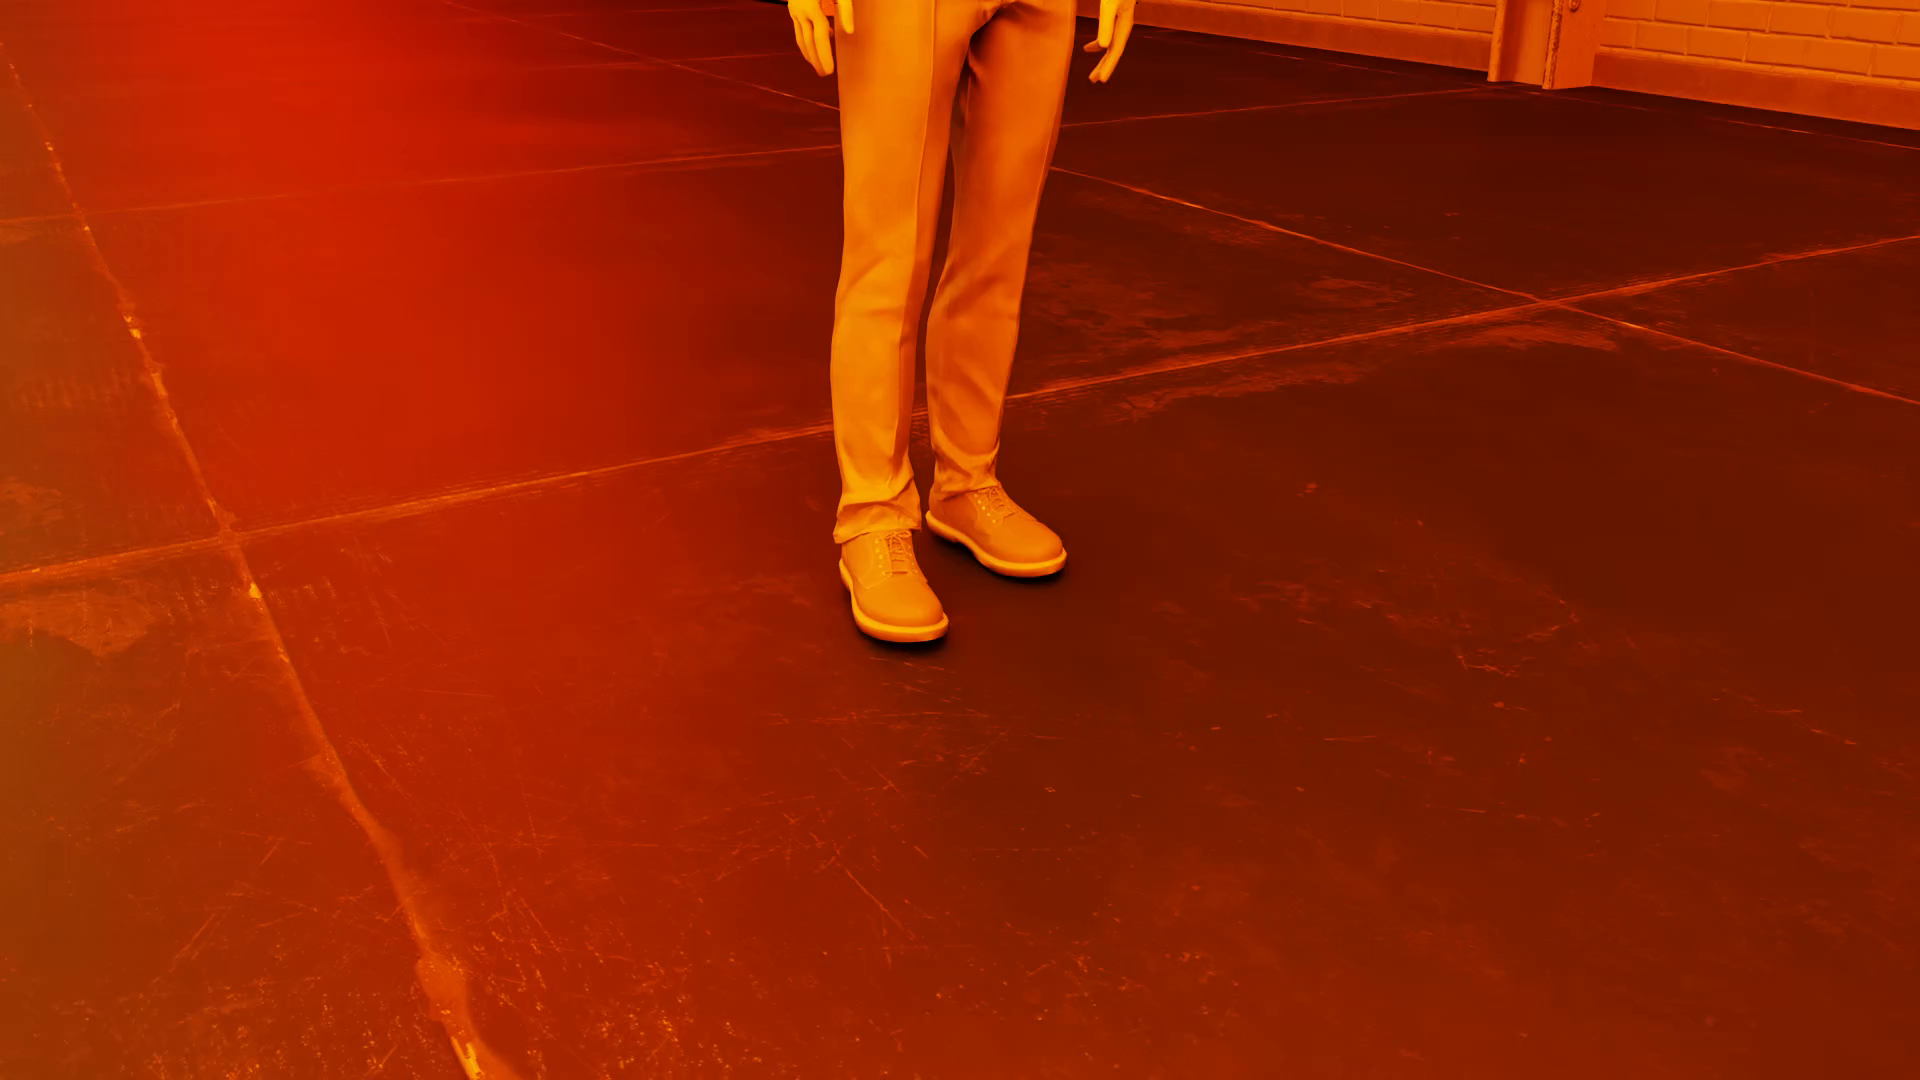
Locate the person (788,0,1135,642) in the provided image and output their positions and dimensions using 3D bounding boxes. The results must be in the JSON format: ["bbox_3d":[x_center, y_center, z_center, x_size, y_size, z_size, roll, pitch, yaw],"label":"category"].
[{"bbox_3d":[0.028,-0.768,2.253,0.587,1.696,0.534,-12,25,-28],"label":"person"}]
